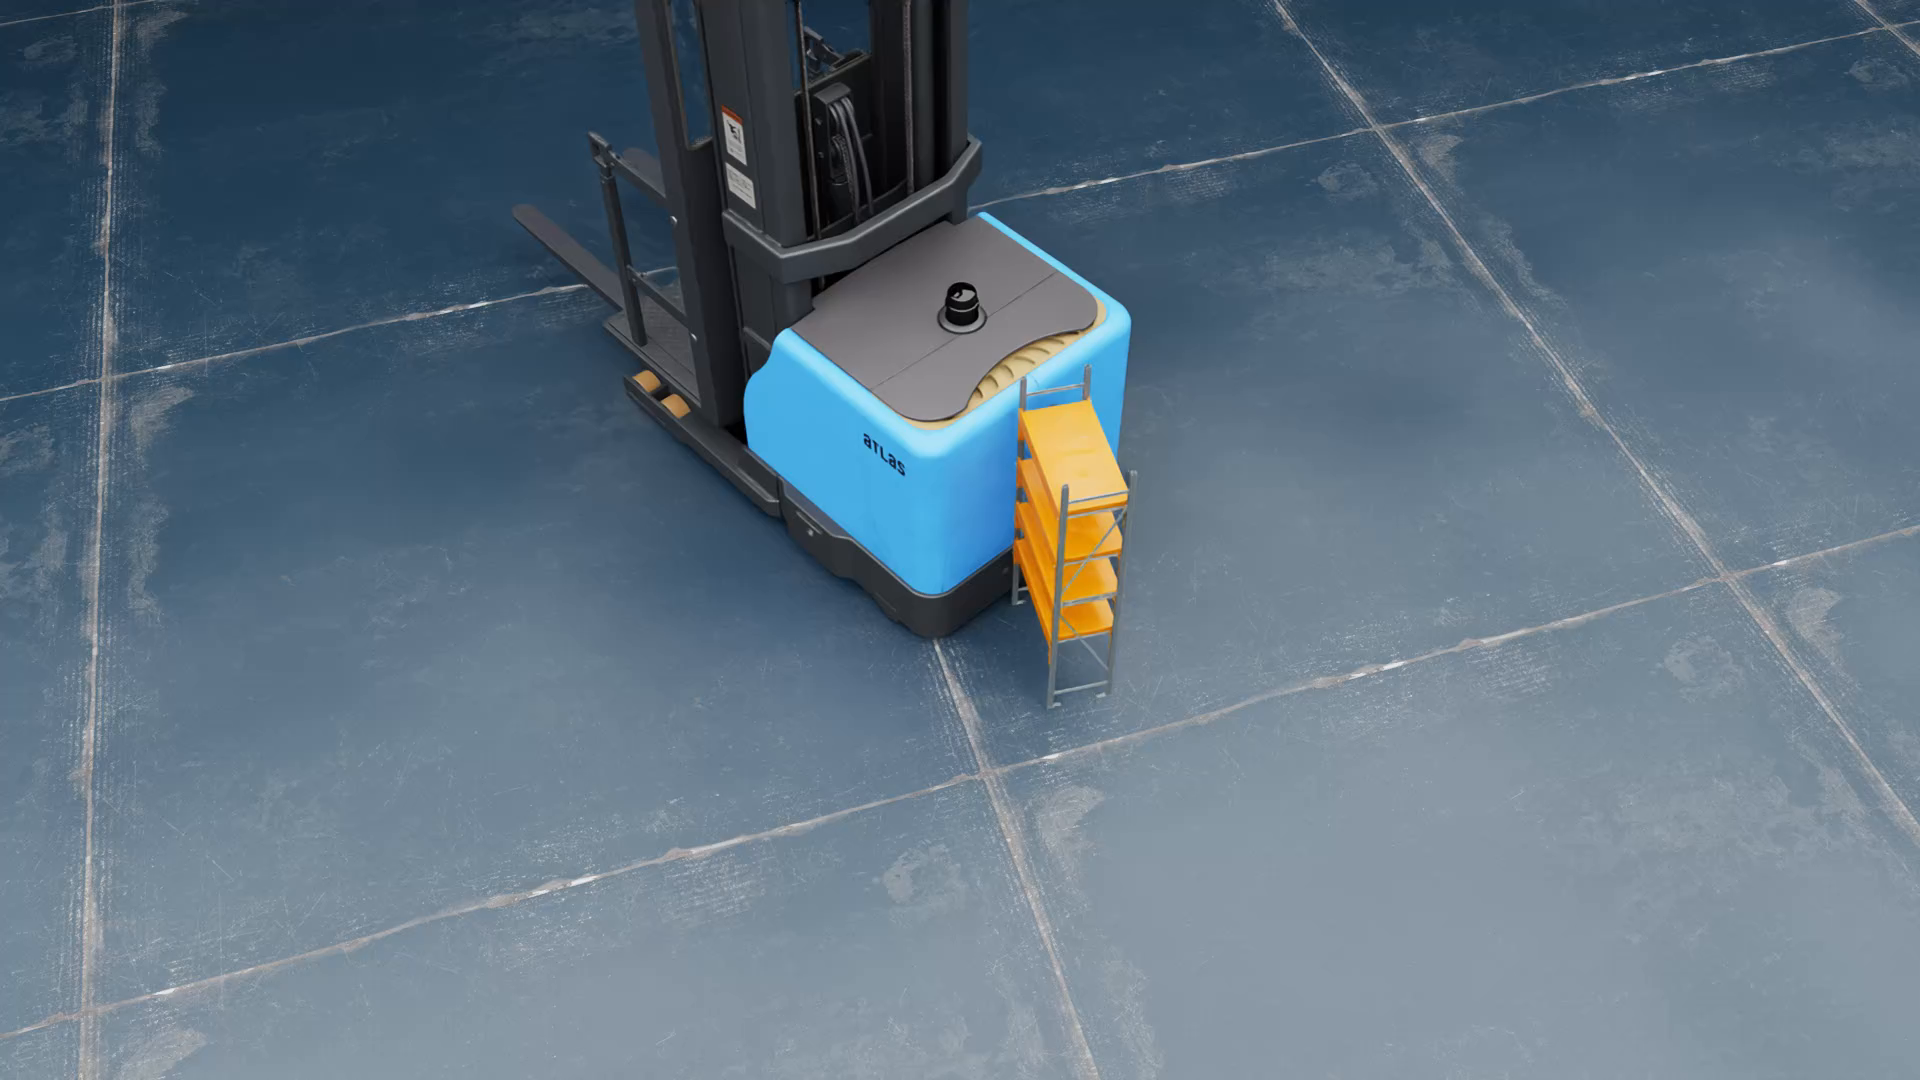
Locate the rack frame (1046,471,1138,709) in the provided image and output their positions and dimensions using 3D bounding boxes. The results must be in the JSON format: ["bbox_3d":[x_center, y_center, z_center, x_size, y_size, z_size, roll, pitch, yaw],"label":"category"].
[{"bbox_3d":[0.432,0.199,5.587,0.240,1.200,0.015,-11,51,-9],"label":"rack frame"}]

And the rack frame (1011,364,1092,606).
[{"bbox_3d":[0.314,-0.163,5.892,0.240,1.200,0.015,-11,51,-9],"label":"rack frame"}]

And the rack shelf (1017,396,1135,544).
[{"bbox_3d":[0.373,-0.235,5.439,0.258,0.148,0.480,-11,51,-9],"label":"rack shelf"}]

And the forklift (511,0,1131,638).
[{"bbox_3d":[-0.754,-1.623,5.991,1.130,2.935,3.031,-35,58,-26],"label":"forklift"}]

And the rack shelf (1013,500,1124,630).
[{"bbox_3d":[0.373,0.062,5.791,0.258,0.148,0.480,-11,51,-9],"label":"rack shelf"}]

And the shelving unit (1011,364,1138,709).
[{"bbox_3d":[0.373,0.018,5.740,0.258,1.200,0.503,-11,51,-9],"label":"shelving unit"}]

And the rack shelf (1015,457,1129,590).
[{"bbox_3d":[0.373,-0.083,5.620,0.258,0.148,0.480,-11,51,-9],"label":"rack shelf"}]

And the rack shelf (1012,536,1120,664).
[{"bbox_3d":[0.373,0.189,5.943,0.258,0.148,0.480,-11,51,-9],"label":"rack shelf"}]
